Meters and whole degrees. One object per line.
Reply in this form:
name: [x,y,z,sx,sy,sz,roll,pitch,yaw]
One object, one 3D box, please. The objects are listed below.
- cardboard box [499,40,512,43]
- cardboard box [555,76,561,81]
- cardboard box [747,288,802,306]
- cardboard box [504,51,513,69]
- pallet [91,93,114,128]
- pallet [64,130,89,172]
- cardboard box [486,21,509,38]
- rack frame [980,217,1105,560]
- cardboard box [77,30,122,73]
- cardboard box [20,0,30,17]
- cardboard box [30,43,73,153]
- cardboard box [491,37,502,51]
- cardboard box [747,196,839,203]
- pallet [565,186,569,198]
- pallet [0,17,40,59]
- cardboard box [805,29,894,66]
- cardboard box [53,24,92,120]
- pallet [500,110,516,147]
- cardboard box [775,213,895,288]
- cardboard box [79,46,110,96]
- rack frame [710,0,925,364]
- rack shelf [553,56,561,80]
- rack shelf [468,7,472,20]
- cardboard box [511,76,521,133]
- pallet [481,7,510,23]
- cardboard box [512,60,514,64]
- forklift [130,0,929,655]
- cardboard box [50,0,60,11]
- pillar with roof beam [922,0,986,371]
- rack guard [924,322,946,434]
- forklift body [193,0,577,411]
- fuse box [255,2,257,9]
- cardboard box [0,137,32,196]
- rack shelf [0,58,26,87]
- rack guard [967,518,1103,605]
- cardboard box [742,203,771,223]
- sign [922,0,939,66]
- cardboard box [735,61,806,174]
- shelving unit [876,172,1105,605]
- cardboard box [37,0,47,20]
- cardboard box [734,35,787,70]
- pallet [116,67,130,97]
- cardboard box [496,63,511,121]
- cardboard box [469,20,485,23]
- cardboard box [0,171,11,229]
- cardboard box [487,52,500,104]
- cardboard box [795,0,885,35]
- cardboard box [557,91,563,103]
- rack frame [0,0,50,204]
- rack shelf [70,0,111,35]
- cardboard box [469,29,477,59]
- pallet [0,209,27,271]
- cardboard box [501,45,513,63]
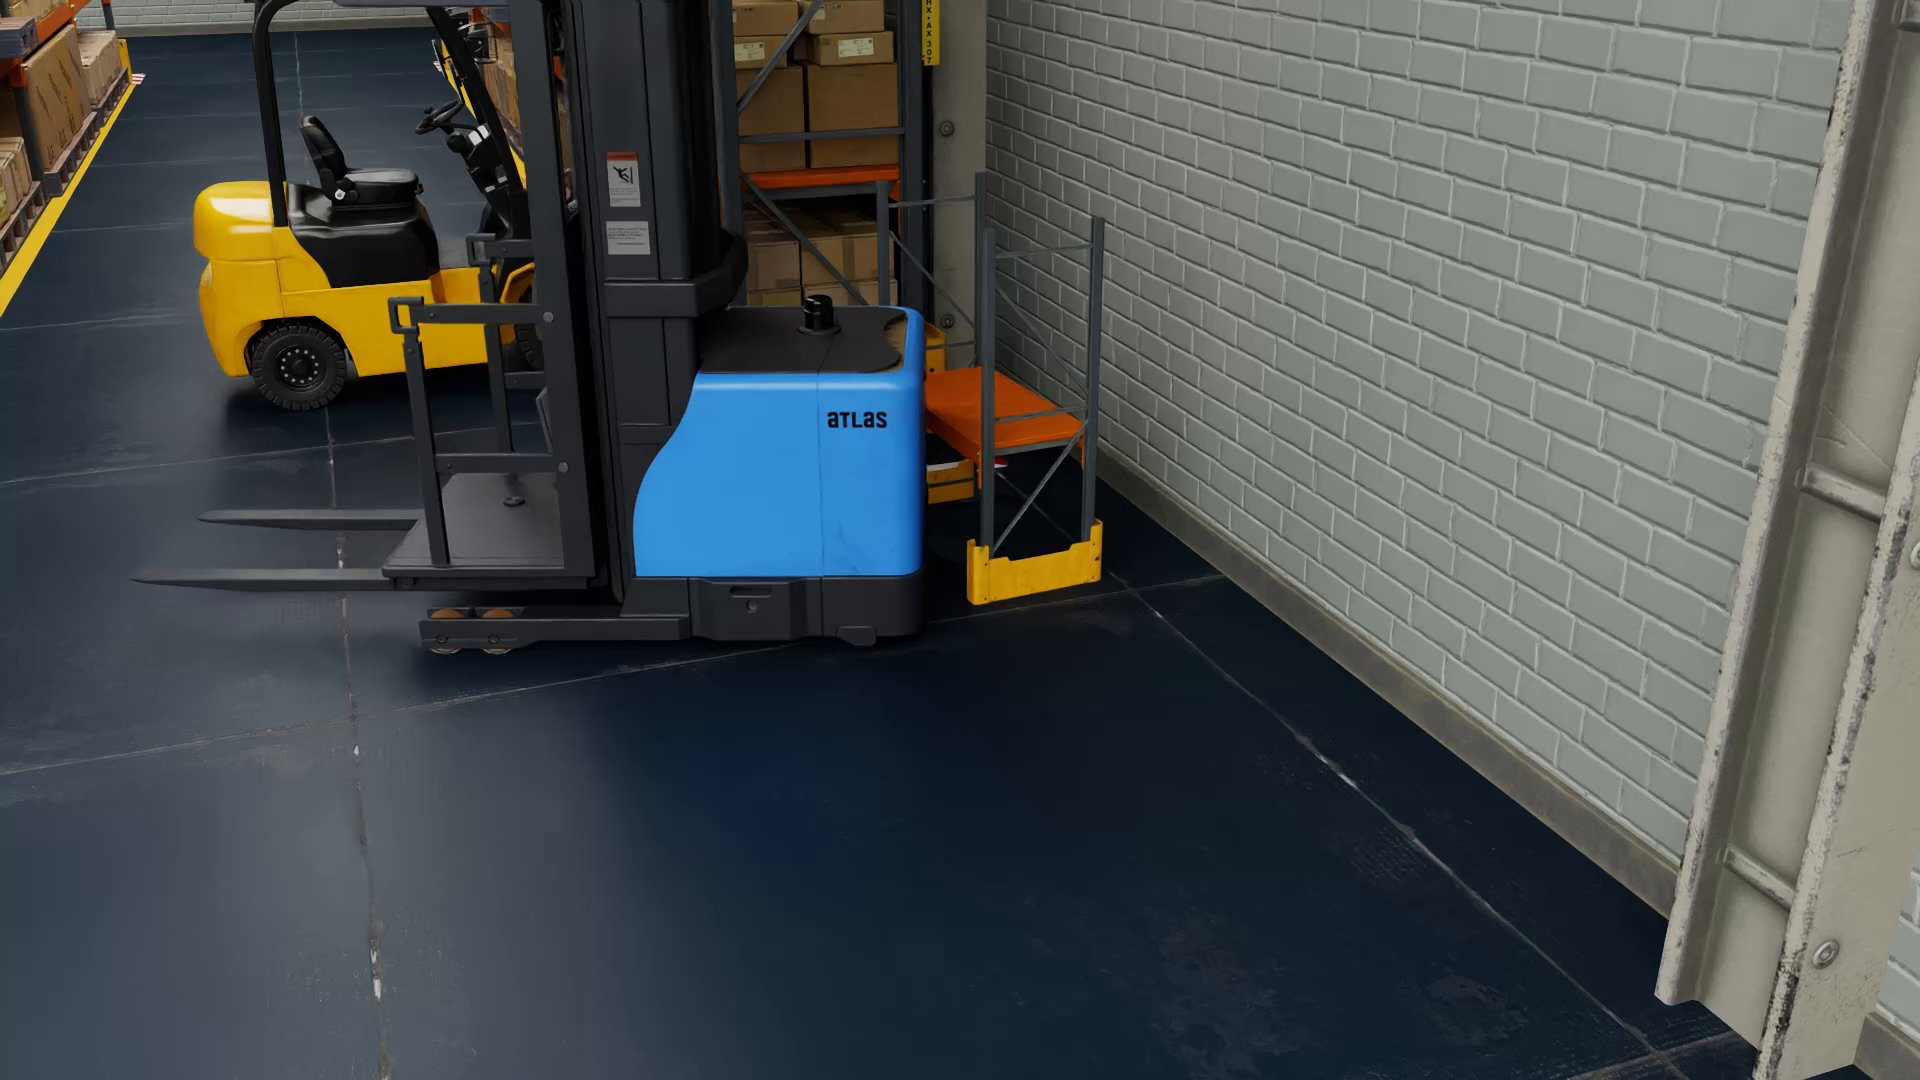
cardboard box: [-4.649,-5.190,17.544,0.380,0.149,0.250,-9,24,-20]
cardboard box: [-3.906,-4.327,15.498,0.380,0.149,0.250,-10,25,-22]
cardboard box: [-1.133,-1.226,8.653,0.500,0.250,0.500,-9,24,-20]
cardboard box: [-4.348,-4.813,16.650,0.380,0.149,0.250,-10,25,-22]
pallet: [-9.745,-4.615,17.928,1.003,0.211,1.213,-8,24,-19]
pallet: [-8.772,-3.614,15.553,1.003,0.211,1.213,-8,24,-19]
cardboard box: [-4.893,-5.518,17.941,0.380,0.149,0.250,-10,25,-22]
rack frame: [0.313,-0.486,6.473,0.500,1.500,0.032,-10,25,-23]
cardboard box: [-10.636,-5.853,20.034,0.875,0.438,0.875,-9,25,-21]
cardboard box: [-8.272,-4.487,14.227,0.500,0.250,0.500,-9,25,-21]
cardboard box: [-8.614,-3.961,14.981,0.875,0.875,0.875,-8,24,-18]
cardboard box: [-4.860,-5.379,17.993,0.380,0.149,0.250,-9,24,-20]
cardboard box: [-1.008,-1.887,9.578,0.500,0.250,0.500,-9,24,-19]
pallet: [-2.813,-2.810,13.645,1.003,0.211,1.213,-8,24,-19]
pallet: [-7.786,-3.827,12.715,1.213,0.211,1.003,-8,24,-19]
cardboard box: [-0.546,-2.439,8.211,0.380,0.149,0.250,-9,24,-20]
cardboard box: [-9.256,-4.613,16.528,0.875,0.875,0.875,-8,24,-17]
pallet: [-4.150,-4.276,17.124,1.003,0.211,1.213,-8,24,-19]
cardboard box: [-0.661,-1.523,8.714,0.500,0.250,0.500,-9,24,-20]
cardboard box: [-9.988,-5.194,18.469,0.875,0.438,0.875,-9,25,-21]
rack frame: [-0.668,-1.935,7.980,1.000,3.000,0.127,-8,24,-19]
rack shelf: [-2.788,-3.784,13.292,1.077,0.370,4.000,-8,24,-19]
rack shelf: [-5.614,-6.691,20.189,1.077,0.370,4.000,-8,24,-19]
cardboard box: [-4.012,-4.191,16.010,0.500,0.500,0.500,-9,24,-20]
pallet: [-3.800,-4.990,15.475,1.213,0.211,1.003,-8,24,-19]
cardboard box: [-4.083,-4.524,15.964,0.380,0.149,0.250,-9,25,-21]
forklift: [-1.647,-1.127,6.150,3.031,2.935,1.130,0,23,0]
cardboard box: [-8.977,-5.230,15.991,0.500,0.250,0.500,-9,24,-20]
pillar with roof beam: [-4.099,-4.486,6.307,9.100,9.000,0.400,-8,24,-19]
rack guard: [-0.660,-0.775,8.444,1.175,0.500,0.348,-8,24,-19]
forklift body: [-3.045,-1.983,9.185,2.313,2.155,1.214,-8,24,-19]
fuse box: [-10.960,-8.754,25.816,0.539,1.711,0.414,-8,24,-19]
cardboard box: [-7.947,-2.936,13.196,0.950,0.372,0.625,-10,25,-23]
rack shelf: [-7.430,-3.102,11.673,1.077,0.370,4.000,-8,24,-19]
rack guard: [0.305,0.083,6.732,0.587,0.250,0.087,-10,25,-23]
cardboard box: [-1.309,-1.632,8.972,0.500,0.250,0.500,-8,24,-18]
sign: [-0.147,-2.445,7.972,0.100,0.325,0.005,-8,24,-19]
cardboard box: [-1.088,-2.124,8.299,0.500,0.500,0.500,-9,24,-20]
shelving unit: [0.094,-0.668,6.905,0.587,1.500,1.083,-10,25,-23]
cardboard box: [-8.630,-4.857,15.106,0.500,0.250,0.500,-8,24,-19]
cardboard box: [-1.053,-2.368,8.042,0.380,0.149,0.250,-8,24,-18]
pallet: [-10.607,-5.502,20.032,1.003,0.211,1.213,-8,24,-19]
cardboard box: [-4.400,-4.567,16.902,0.500,0.500,0.500,-9,25,-21]
cardboard box: [-5.928,-6.239,20.869,0.700,0.500,0.500,-7,24,-17]
cardboard box: [-7.416,-2.392,11.907,0.950,0.372,0.625,-8,24,-17]
cardboard box: [-4.750,-4.938,17.782,0.500,0.500,0.500,-9,24,-20]
cardboard box: [-0.587,-2.569,8.136,0.380,0.149,0.250,-9,24,-20]
cardboard box: [-3.049,-3.477,14.153,0.875,0.625,0.625,-8,24,-17]
rack frame: [-8.137,-4.160,13.257,1.000,3.000,0.127,-8,24,-19]
rack shelf: [-10.257,-6.008,18.569,1.077,0.370,4.000,-8,24,-19]
cardboard box: [-5.561,-5.862,19.974,0.700,0.500,0.500,-9,25,-21]
pallet: [-7.435,-2.148,12.075,1.003,0.211,1.213,-8,24,-19]
cardboard box: [-4.510,-5.003,17.101,0.380,0.149,0.250,-7,24,-17]
